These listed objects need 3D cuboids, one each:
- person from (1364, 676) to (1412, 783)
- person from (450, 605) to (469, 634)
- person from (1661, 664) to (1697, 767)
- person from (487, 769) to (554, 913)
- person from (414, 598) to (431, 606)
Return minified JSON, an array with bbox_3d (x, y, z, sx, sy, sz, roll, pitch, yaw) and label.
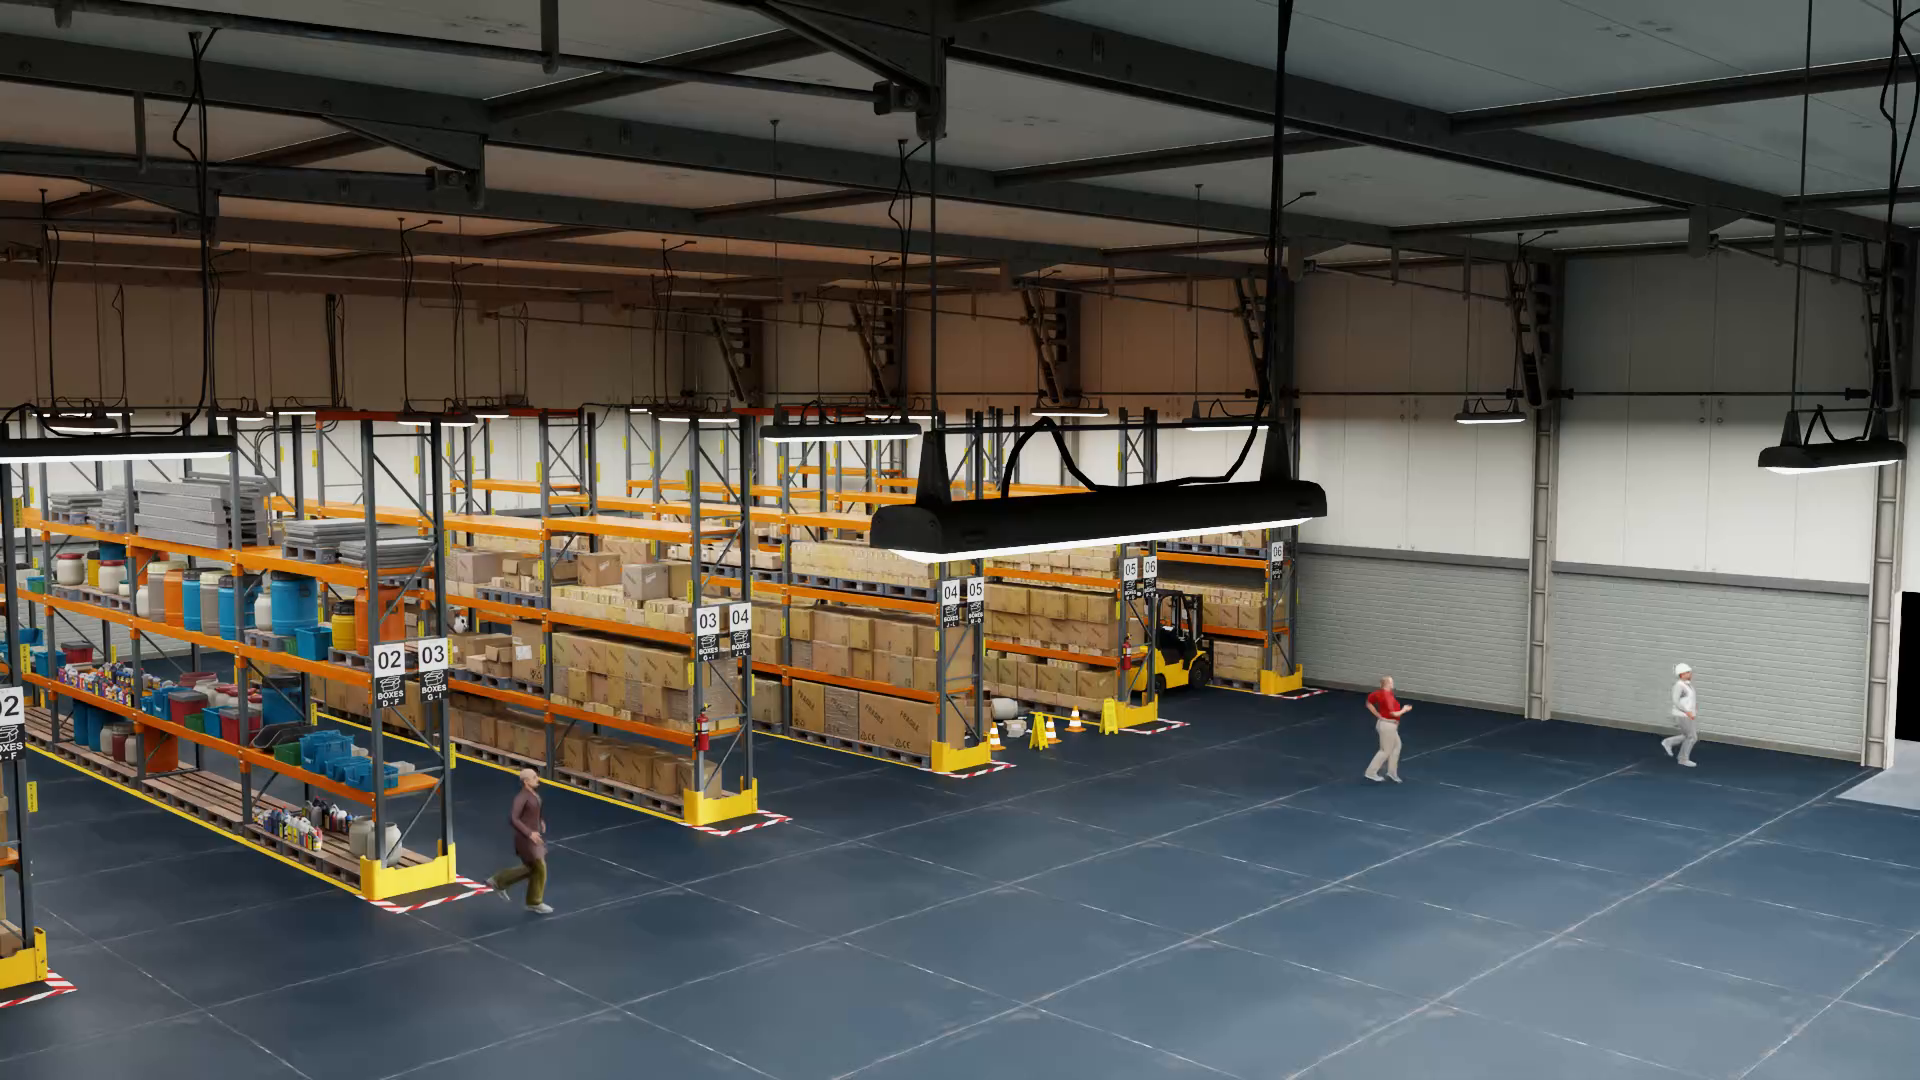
[{"bbox_3d":[6.917,3.097,26.917,0.748,1.794,0.640,0,5,-1],"label":"person"},{"bbox_3d":[-11.010,2.269,36.373,0.772,1.757,0.546,5,7,43],"label":"person"},{"bbox_3d":[12.272,2.966,28.333,0.578,1.746,0.660,3,6,30],"label":"person"},{"bbox_3d":[-5.374,3.668,20.285,0.812,1.789,0.715,0,5,-5],"label":"person"},{"bbox_3d":[-12.727,2.127,39.442,0.743,1.575,0.770,2,6,25],"label":"person"}]
